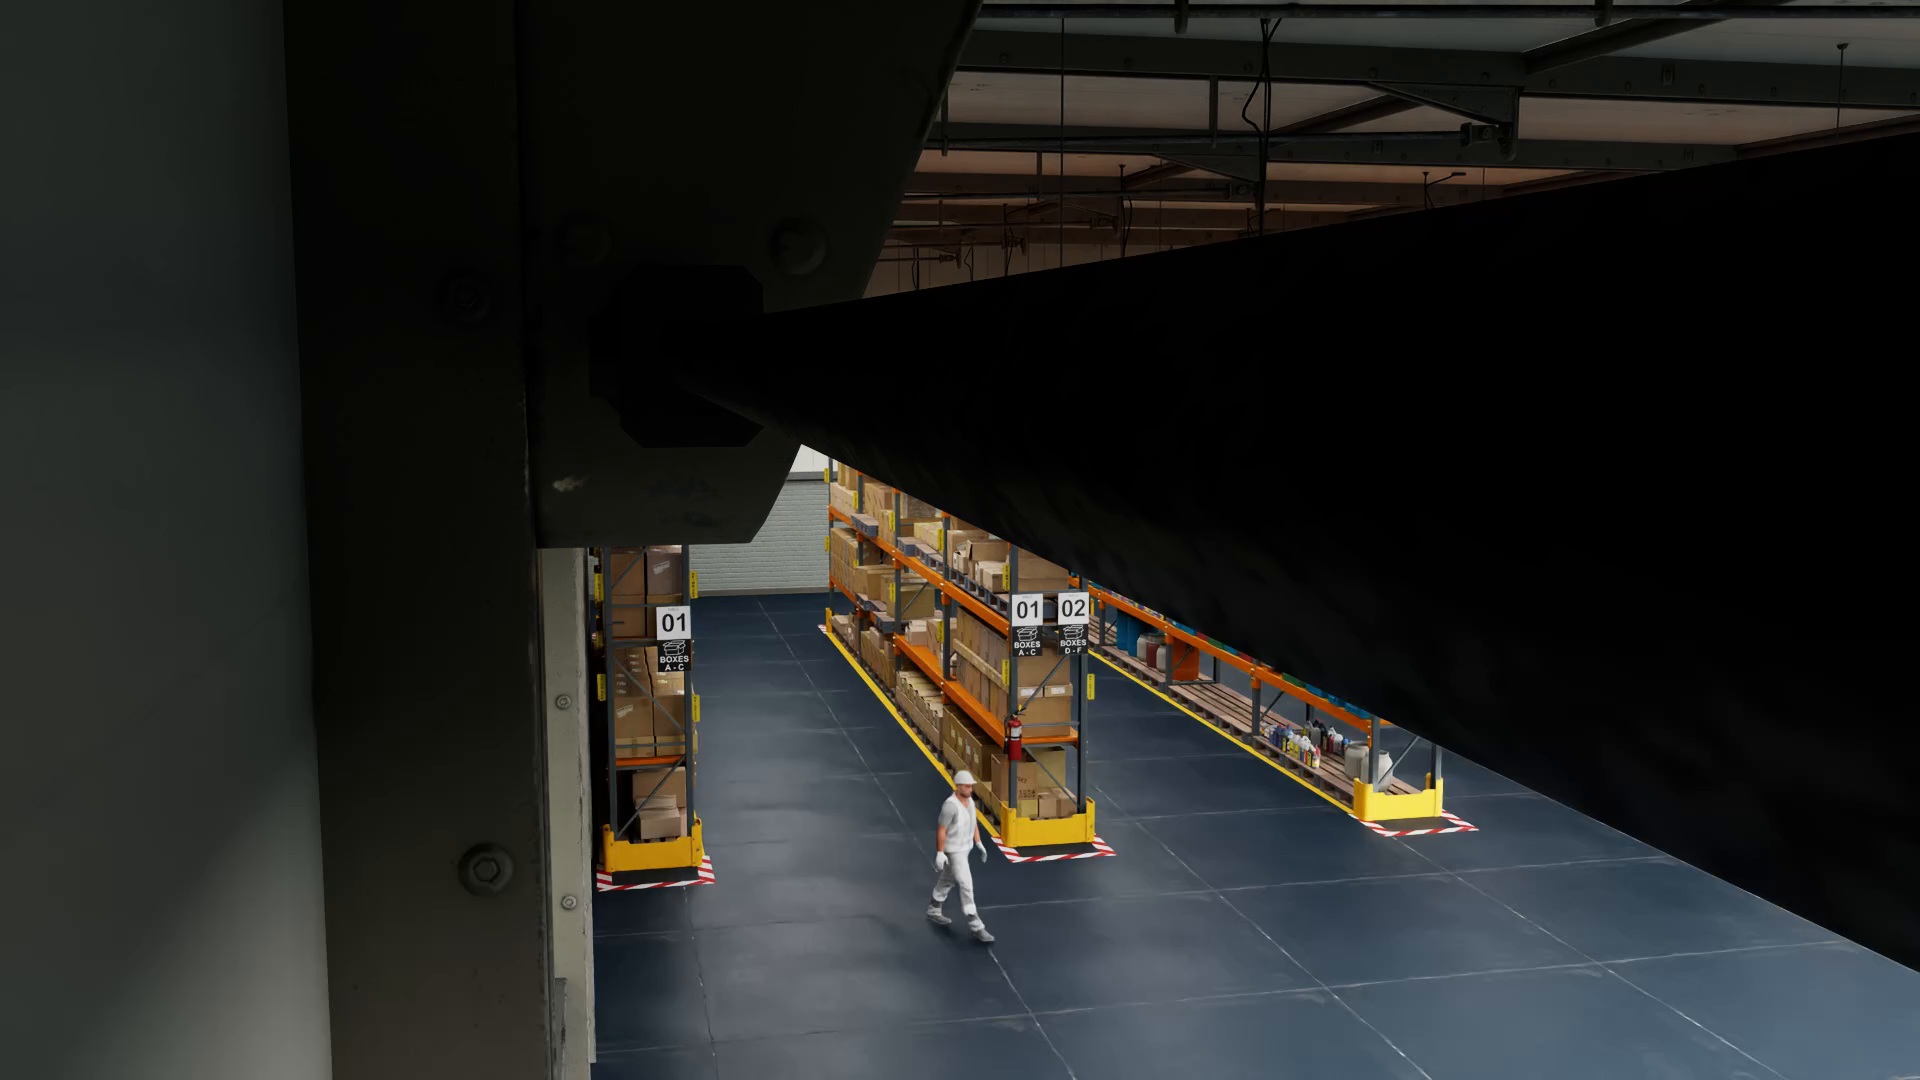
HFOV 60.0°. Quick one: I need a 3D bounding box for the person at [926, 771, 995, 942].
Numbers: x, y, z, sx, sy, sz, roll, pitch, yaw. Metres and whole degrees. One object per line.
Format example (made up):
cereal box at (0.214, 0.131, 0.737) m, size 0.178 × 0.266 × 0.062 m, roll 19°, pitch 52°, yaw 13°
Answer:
person at (0.035, 3.328, 17.821) m, size 0.942 × 1.741 × 0.562 m, roll 3°, pitch 8°, yaw 25°
